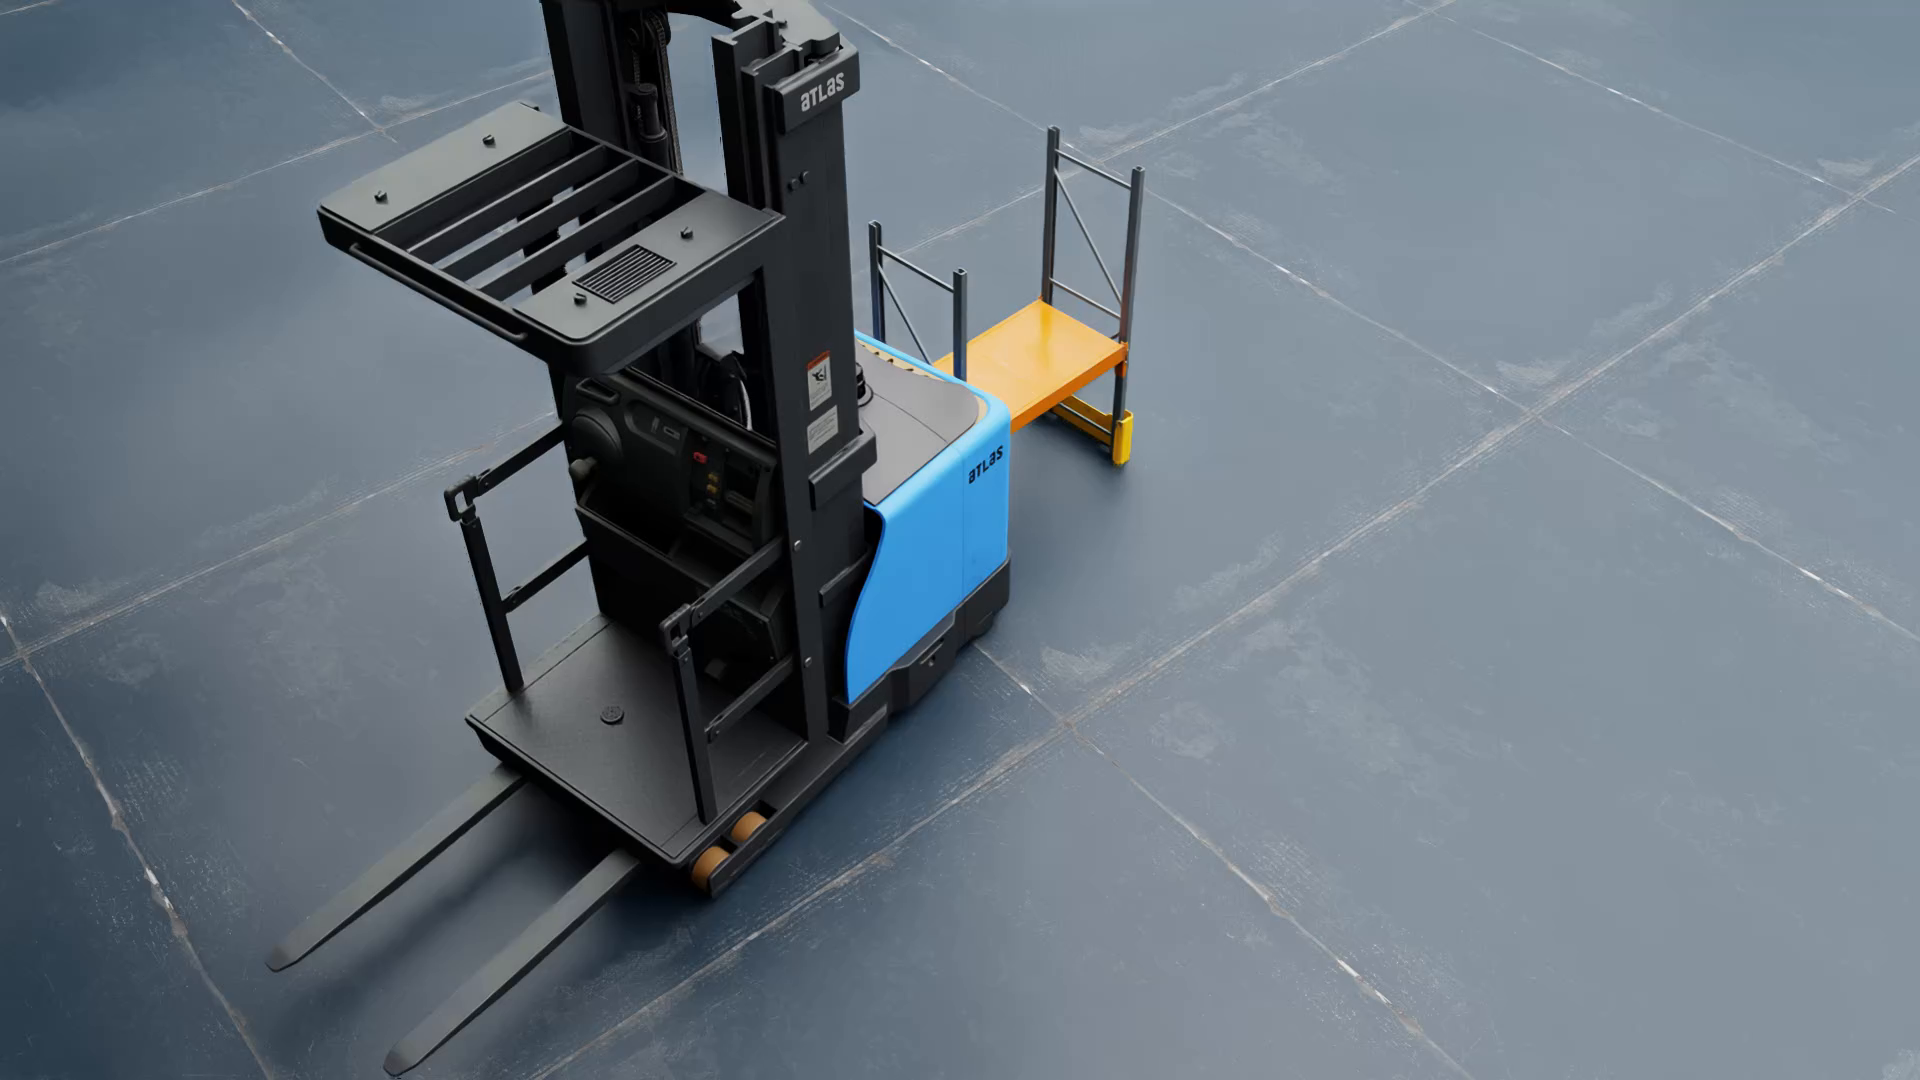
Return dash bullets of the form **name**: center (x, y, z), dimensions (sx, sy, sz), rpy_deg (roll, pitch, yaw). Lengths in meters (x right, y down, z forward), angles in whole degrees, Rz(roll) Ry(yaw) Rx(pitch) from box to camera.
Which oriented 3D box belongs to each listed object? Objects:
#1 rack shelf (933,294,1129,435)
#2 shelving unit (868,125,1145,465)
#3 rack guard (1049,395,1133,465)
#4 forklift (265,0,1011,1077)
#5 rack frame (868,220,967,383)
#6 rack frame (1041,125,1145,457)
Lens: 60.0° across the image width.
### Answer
- **rack shelf**: center (0.195, -0.668, 7.129), dimensions (0.538, 0.185, 1.000), rpy_deg (34, 53, 31)
- **shelving unit**: center (0.201, -0.804, 7.010), dimensions (0.587, 1.500, 1.083), rpy_deg (34, 53, 31)
- **rack guard**: center (0.550, -0.591, 7.697), dimensions (0.587, 0.250, 0.087), rpy_deg (34, 53, 31)
- **forklift**: center (-1.092, -0.201, 5.323), dimensions (1.130, 2.935, 3.031), rpy_deg (28, 50, 26)
- **rack frame**: center (-0.162, -0.551, 6.742), dimensions (0.500, 1.500, 0.032), rpy_deg (34, 53, 31)
- **rack frame**: center (0.551, -1.048, 7.270), dimensions (0.500, 1.500, 0.032), rpy_deg (34, 53, 31)
